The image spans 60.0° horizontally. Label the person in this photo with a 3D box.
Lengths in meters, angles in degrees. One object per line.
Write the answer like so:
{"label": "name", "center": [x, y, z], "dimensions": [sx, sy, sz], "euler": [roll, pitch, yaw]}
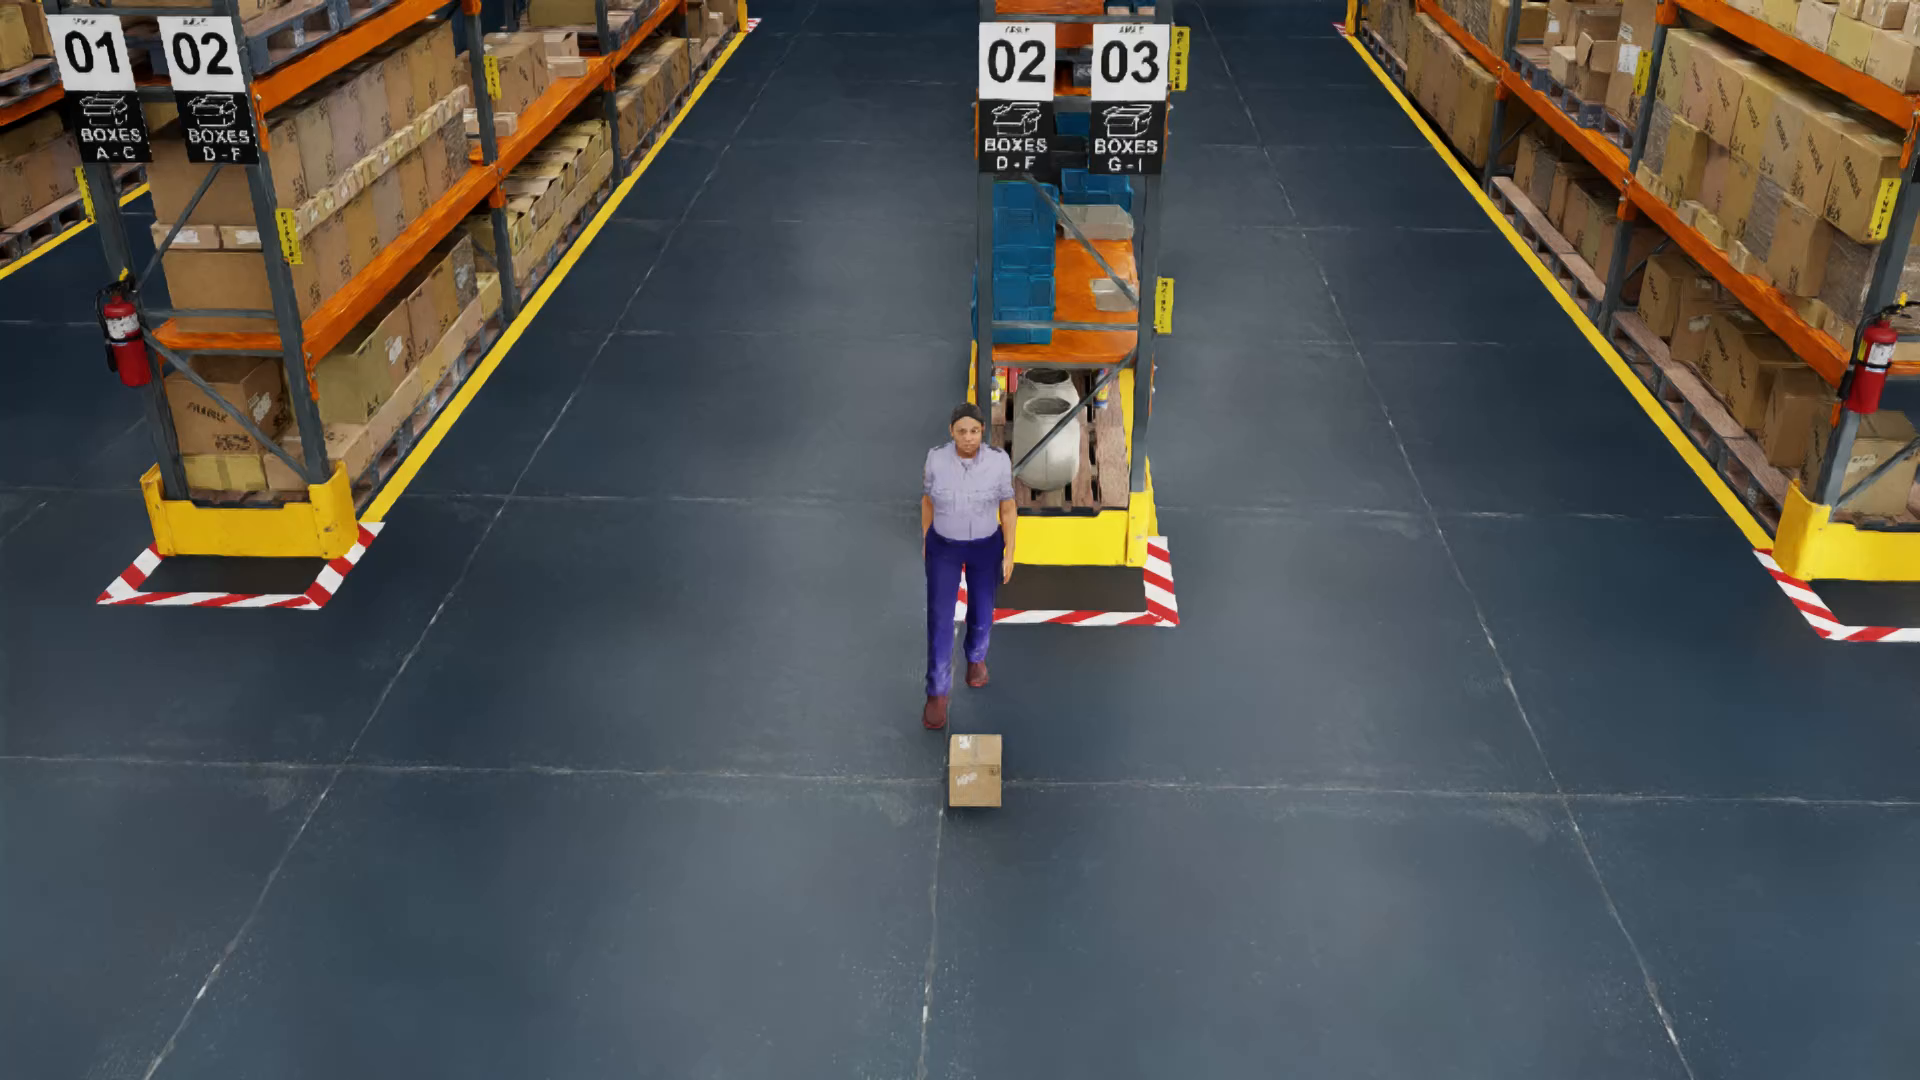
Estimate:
{"label": "person", "center": [0.043, 0.090, 8.439], "dimensions": [0.494, 1.638, 0.683], "euler": [-1, 28, -2]}
